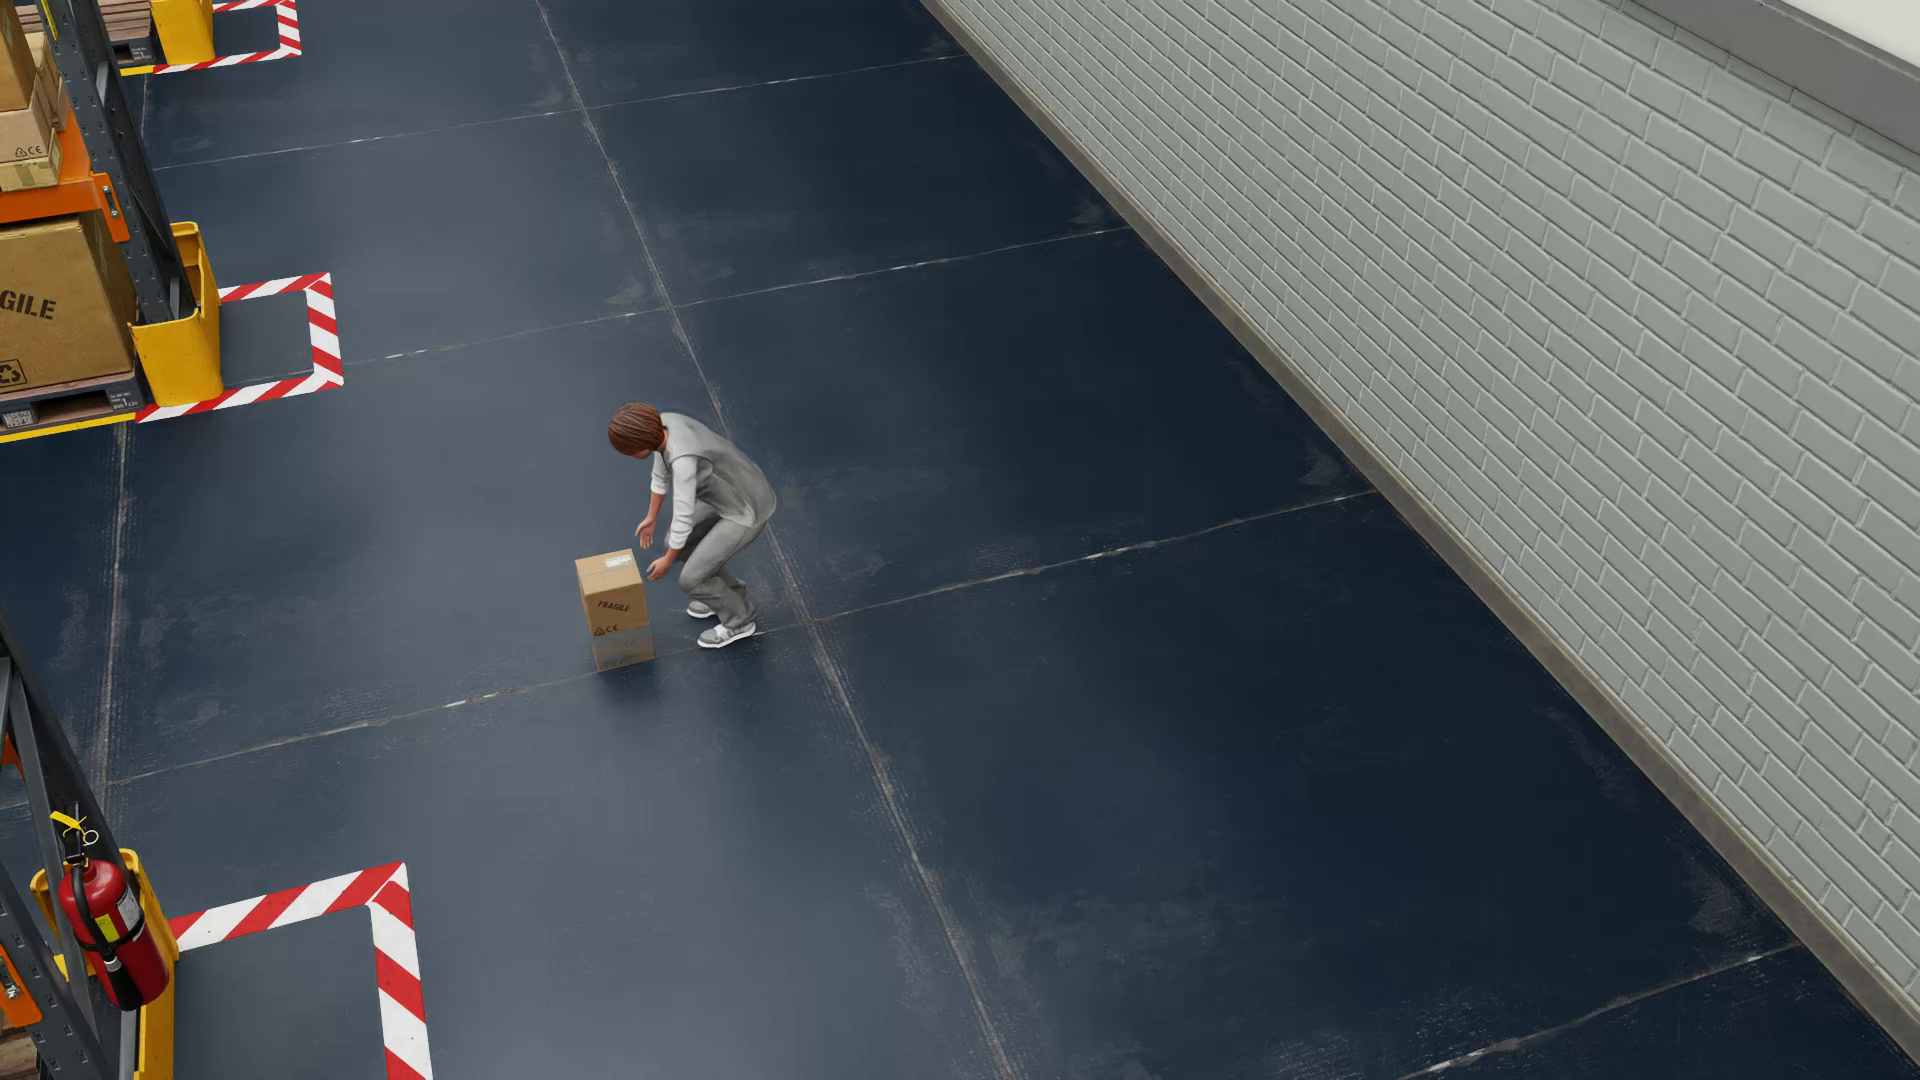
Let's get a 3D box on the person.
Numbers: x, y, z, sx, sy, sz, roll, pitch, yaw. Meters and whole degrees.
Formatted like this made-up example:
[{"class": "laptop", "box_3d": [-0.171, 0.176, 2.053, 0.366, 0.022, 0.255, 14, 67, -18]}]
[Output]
[{"class": "person", "box_3d": [-1.114, -0.084, 7.165, 0.671, 1.272, 0.463, -13, 40, -16]}]
